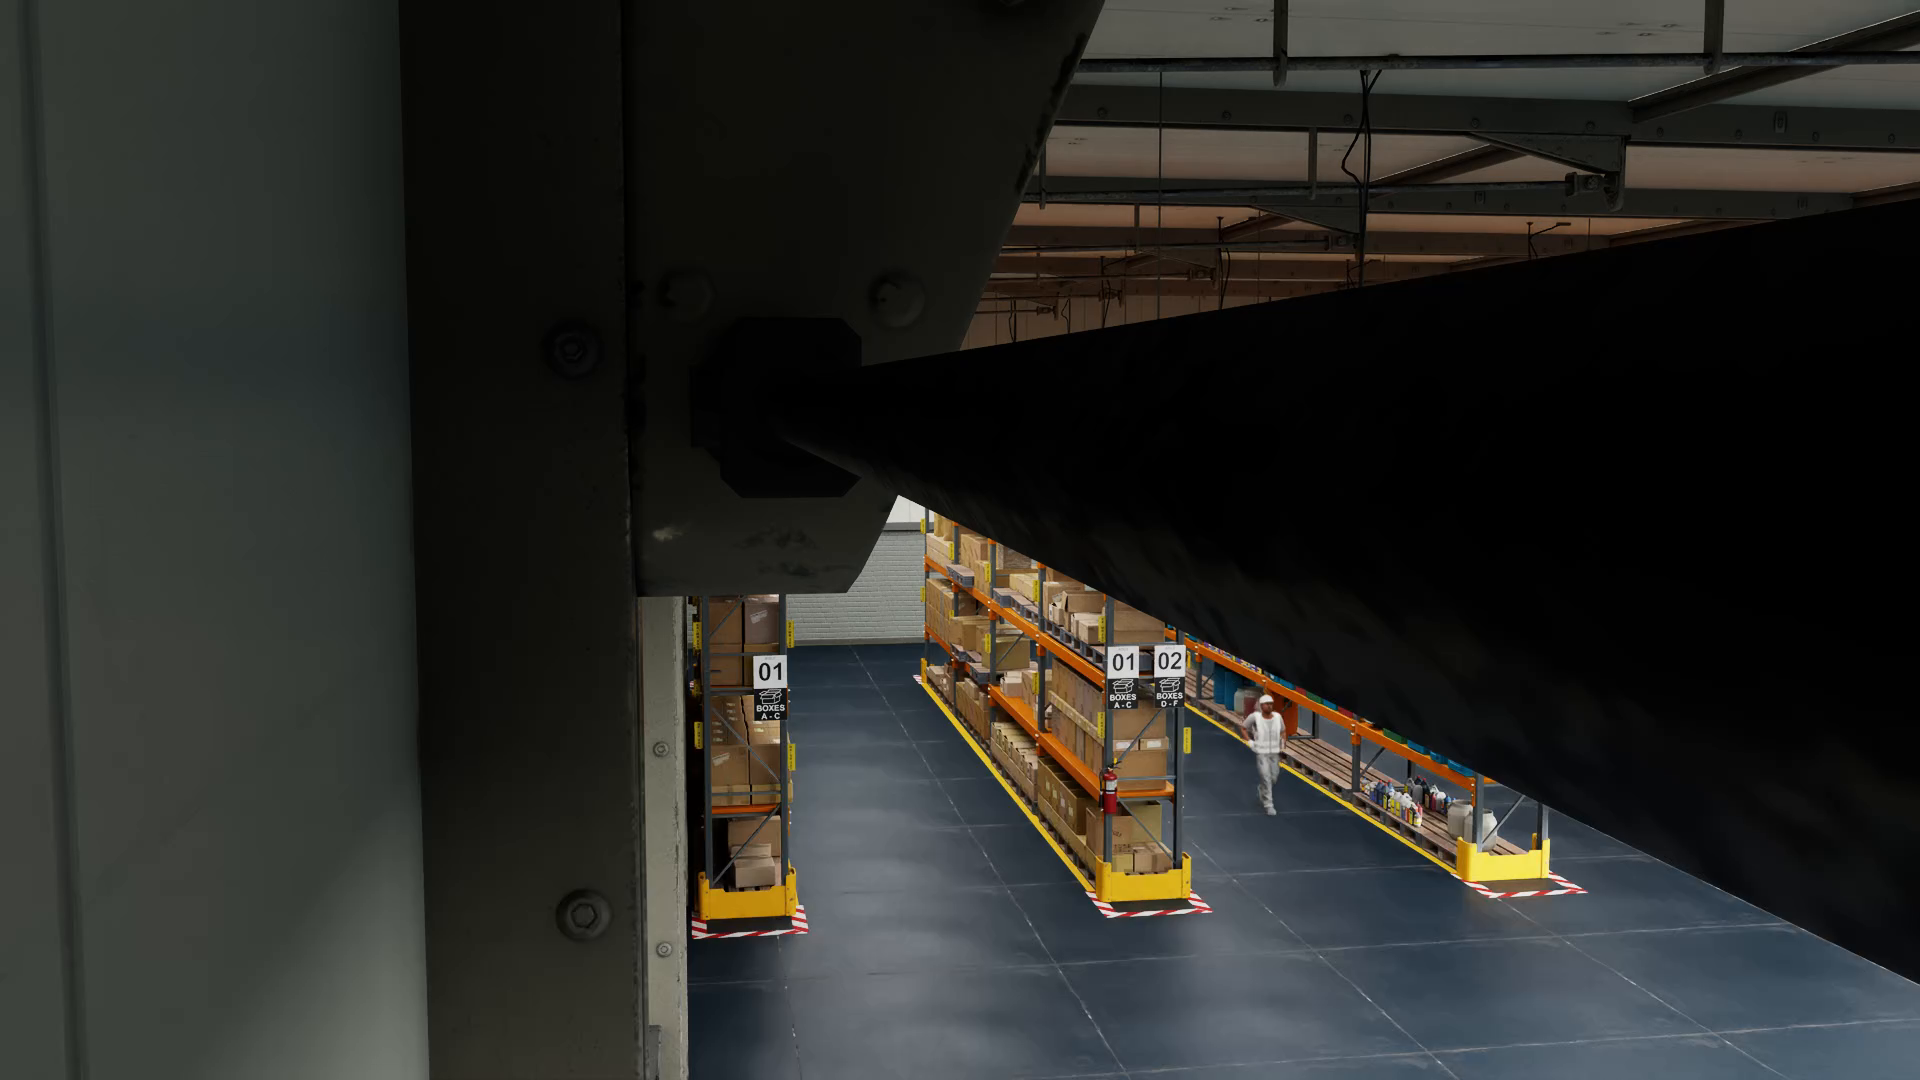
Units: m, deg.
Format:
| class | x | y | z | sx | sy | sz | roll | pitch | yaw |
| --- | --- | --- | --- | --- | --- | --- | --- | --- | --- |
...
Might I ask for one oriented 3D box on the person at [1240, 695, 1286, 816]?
| class | x | y | z | sx | sy | sz | roll | pitch | yaw |
| --- | --- | --- | --- | --- | --- | --- | --- | --- | --- |
| person | 4.628 | 3.224 | 25.233 | 0.688 | 1.775 | 0.804 | -1 | 5 | -14 |
